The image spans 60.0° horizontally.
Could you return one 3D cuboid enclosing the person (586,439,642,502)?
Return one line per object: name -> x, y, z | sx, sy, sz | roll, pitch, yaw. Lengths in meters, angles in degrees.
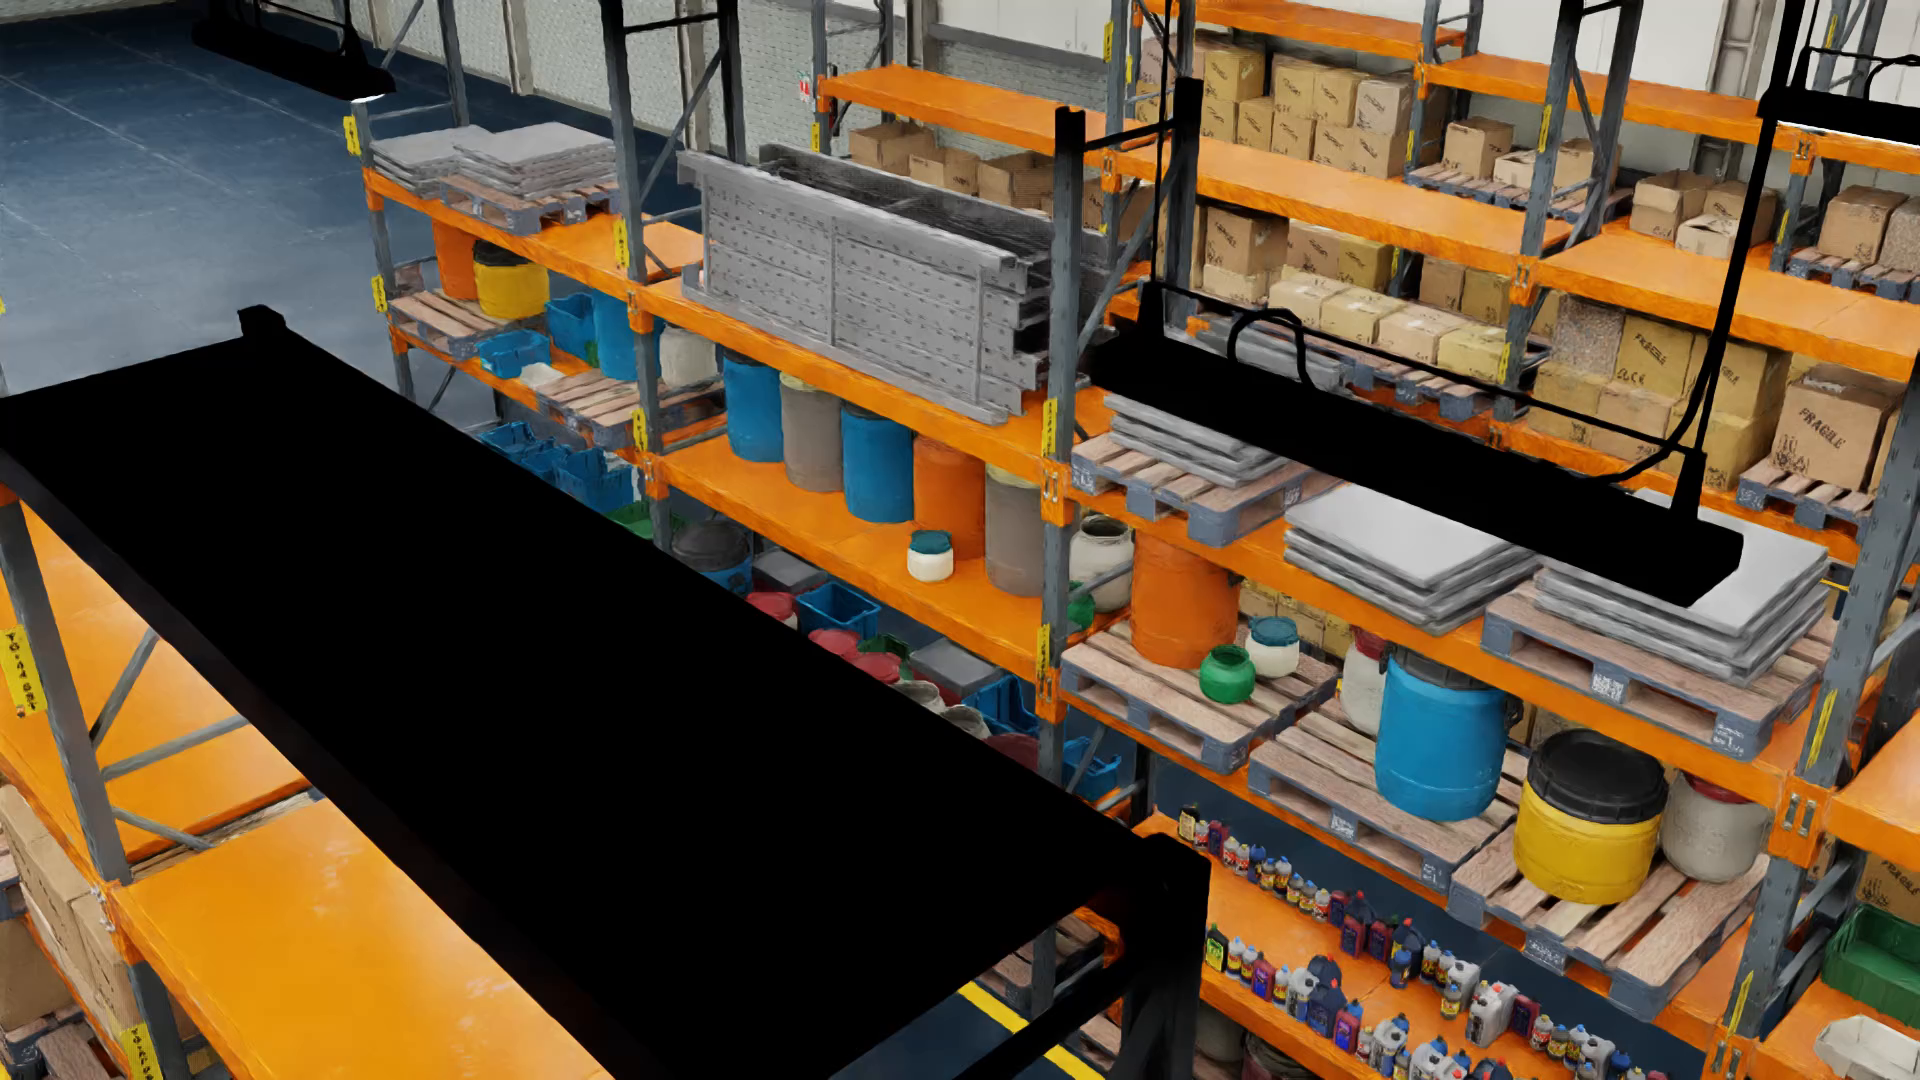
person -> -3.470, -0.852, 16.611 | 0.620, 1.748, 0.605 | -23, 36, -36
